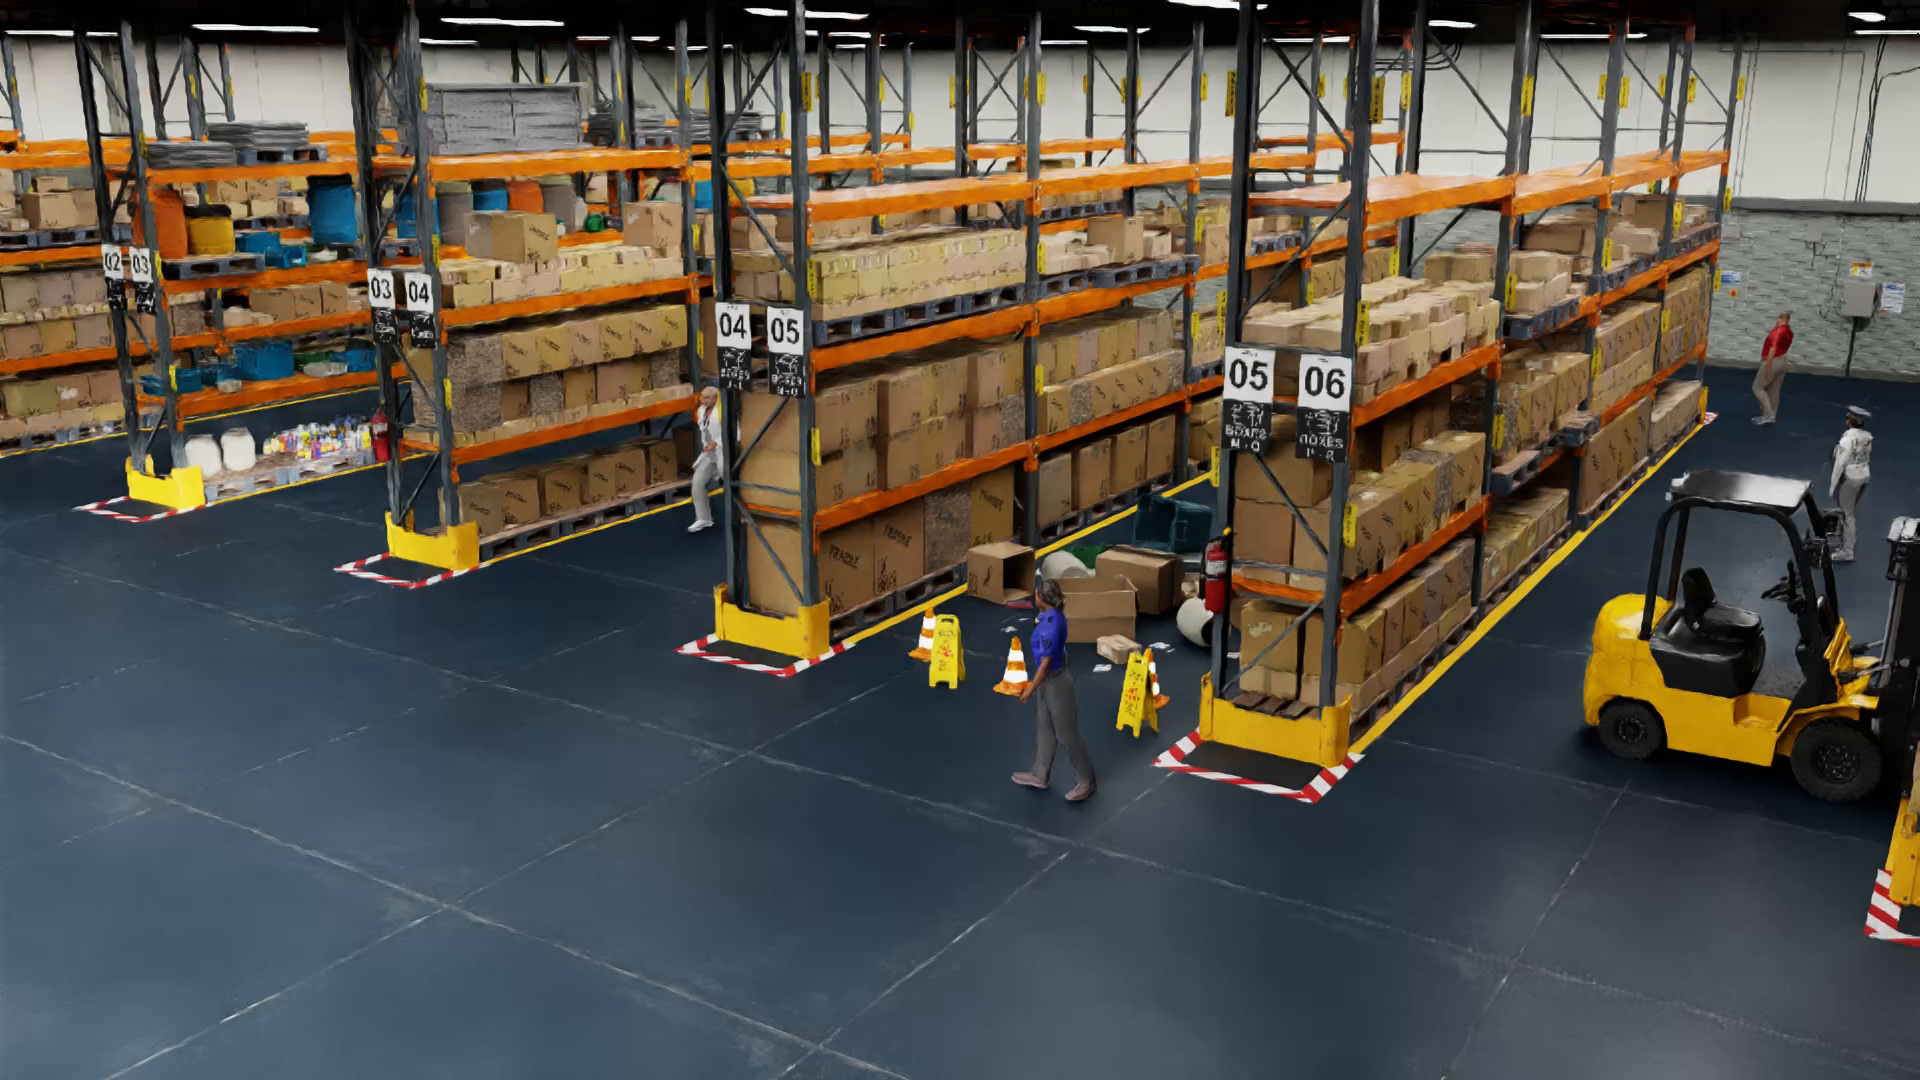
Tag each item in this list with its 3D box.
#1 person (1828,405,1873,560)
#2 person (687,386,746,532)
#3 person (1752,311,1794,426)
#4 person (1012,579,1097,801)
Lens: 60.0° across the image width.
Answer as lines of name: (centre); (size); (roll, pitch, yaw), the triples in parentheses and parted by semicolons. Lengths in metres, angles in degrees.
person: (9.803, -0.646, 18.378); (0.557, 1.670, 0.523); (-10, 18, -32)
person: (-2.850, -0.987, 19.564); (0.733, 1.709, 0.930); (9, 18, 28)
person: (12.440, -2.597, 25.504); (0.667, 1.657, 0.453); (-11, 19, -33)
person: (0.706, 1.083, 12.246); (0.637, 1.641, 0.477); (1, 16, 3)
